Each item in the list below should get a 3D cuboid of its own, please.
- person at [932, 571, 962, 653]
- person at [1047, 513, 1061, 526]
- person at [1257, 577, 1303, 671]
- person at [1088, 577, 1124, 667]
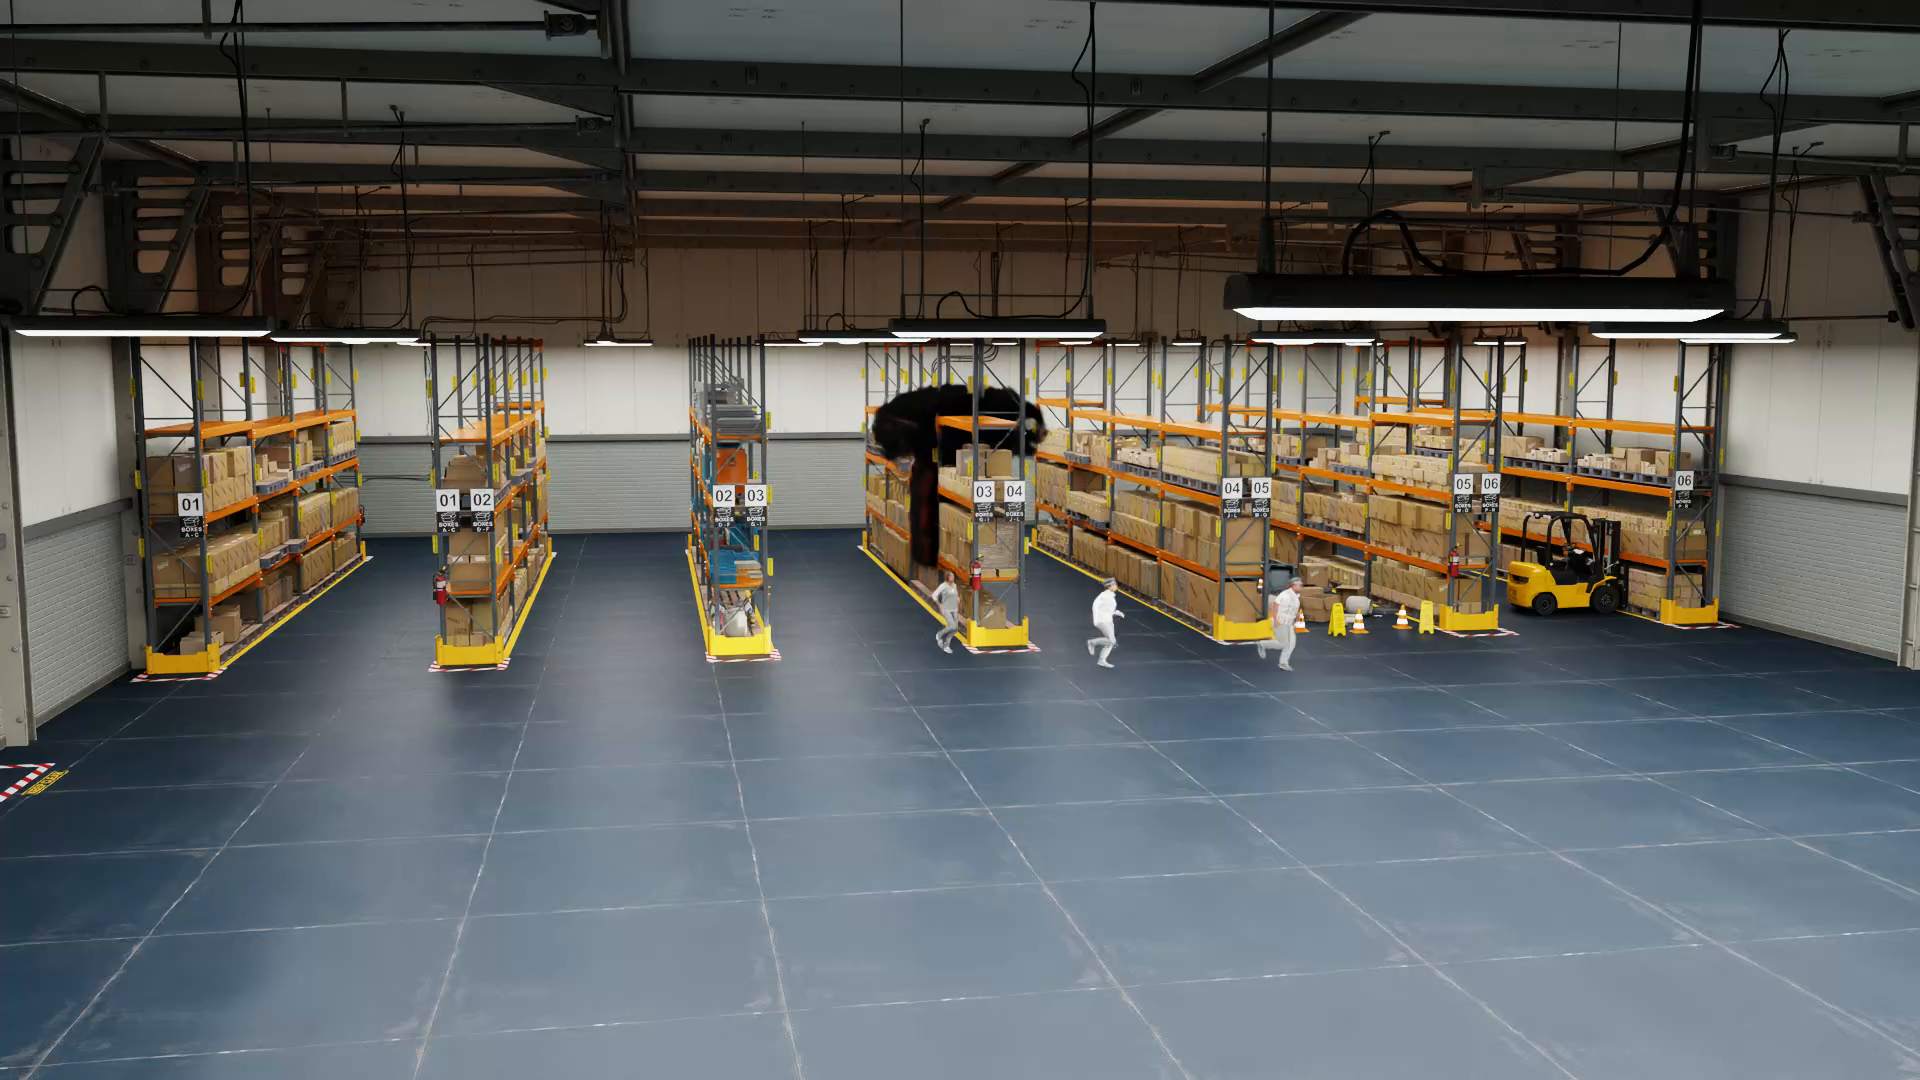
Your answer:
[{"bbox_3d":[-0.195,1.363,31.436,0.540,1.569,0.536,6,9,44],"label":"person"},{"bbox_3d":[2.902,-0.851,49.714,0.530,1.736,0.773,2,7,15],"label":"person"},{"bbox_3d":[5.768,1.488,29.914,0.837,1.718,0.661,4,8,31],"label":"person"},{"bbox_3d":[2.640,1.484,30.095,0.639,1.649,0.653,3,7,22],"label":"person"}]
